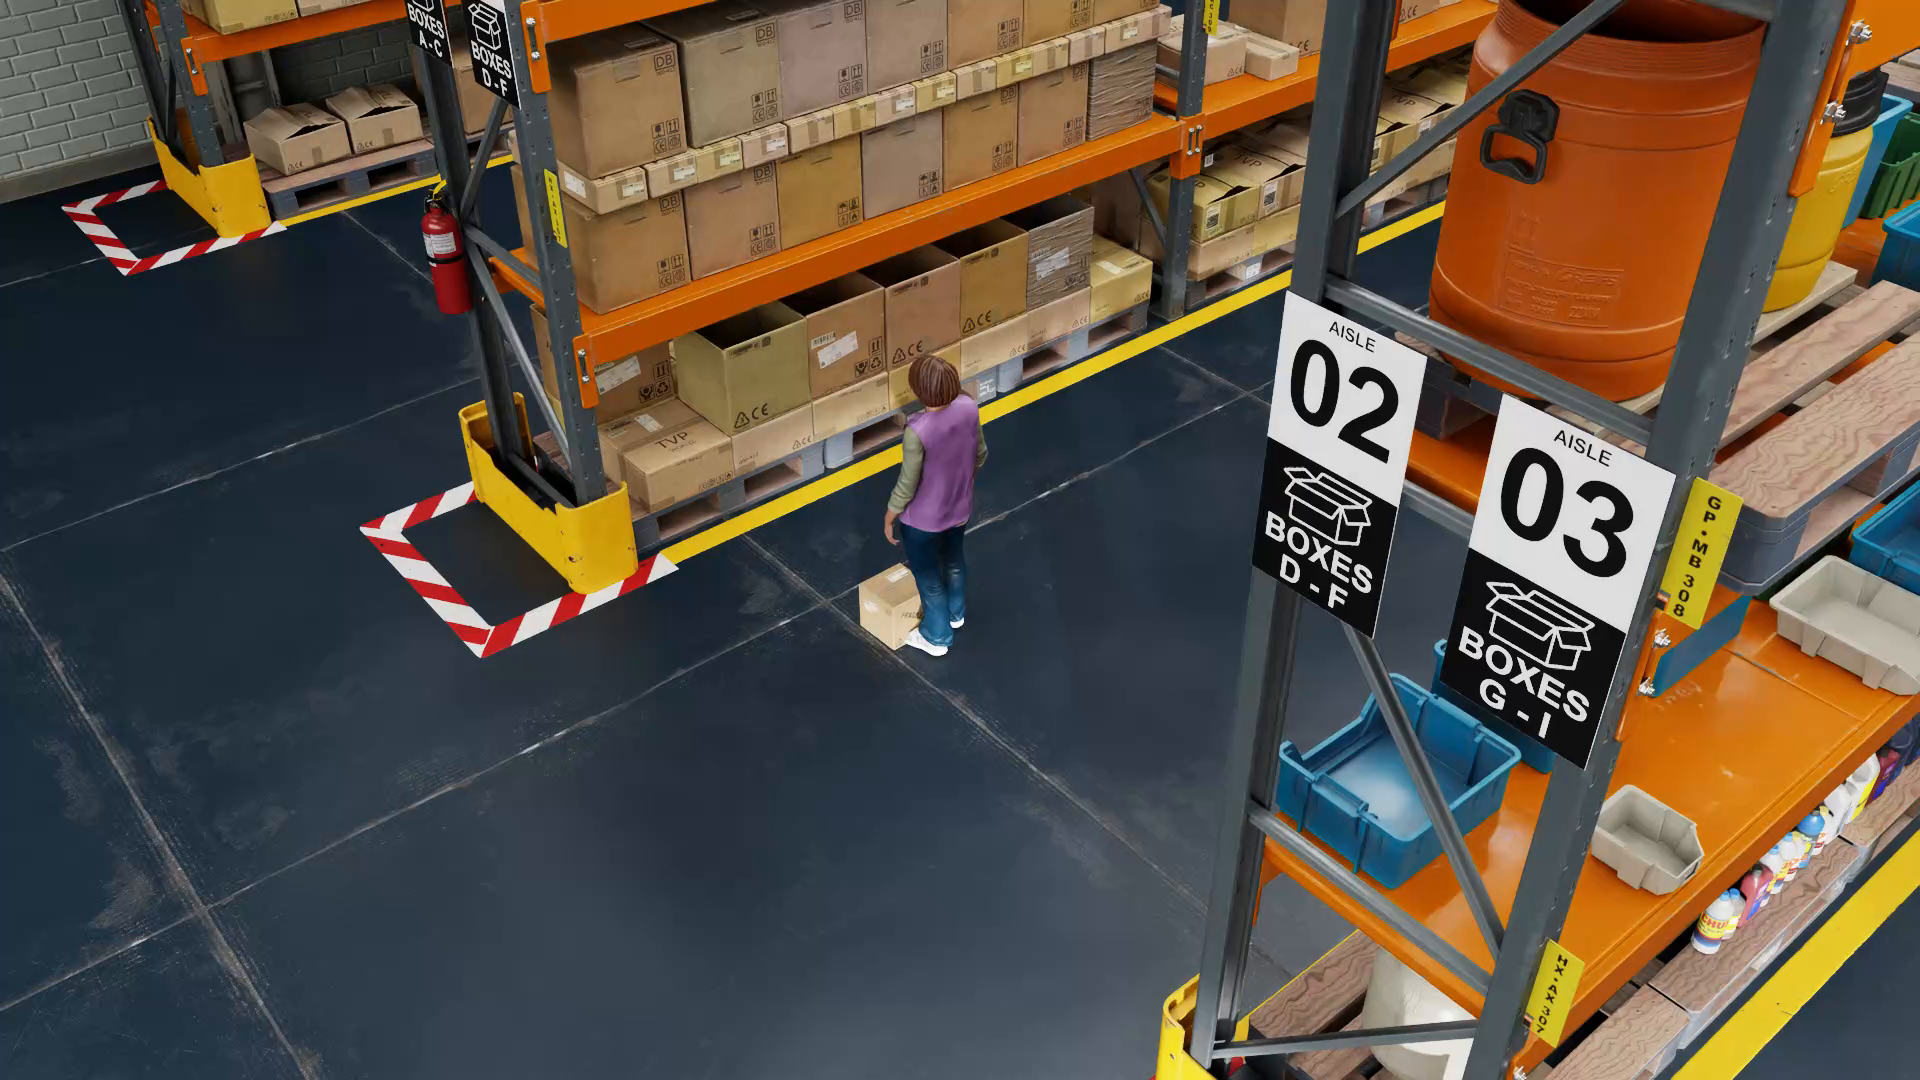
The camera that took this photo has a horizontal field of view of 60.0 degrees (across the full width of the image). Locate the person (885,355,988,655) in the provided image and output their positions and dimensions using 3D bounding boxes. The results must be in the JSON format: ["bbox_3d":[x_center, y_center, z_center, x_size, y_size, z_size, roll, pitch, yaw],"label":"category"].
[{"bbox_3d":[-0.149,-0.167,7.294,0.520,1.596,0.475,-27,44,-31],"label":"person"}]
